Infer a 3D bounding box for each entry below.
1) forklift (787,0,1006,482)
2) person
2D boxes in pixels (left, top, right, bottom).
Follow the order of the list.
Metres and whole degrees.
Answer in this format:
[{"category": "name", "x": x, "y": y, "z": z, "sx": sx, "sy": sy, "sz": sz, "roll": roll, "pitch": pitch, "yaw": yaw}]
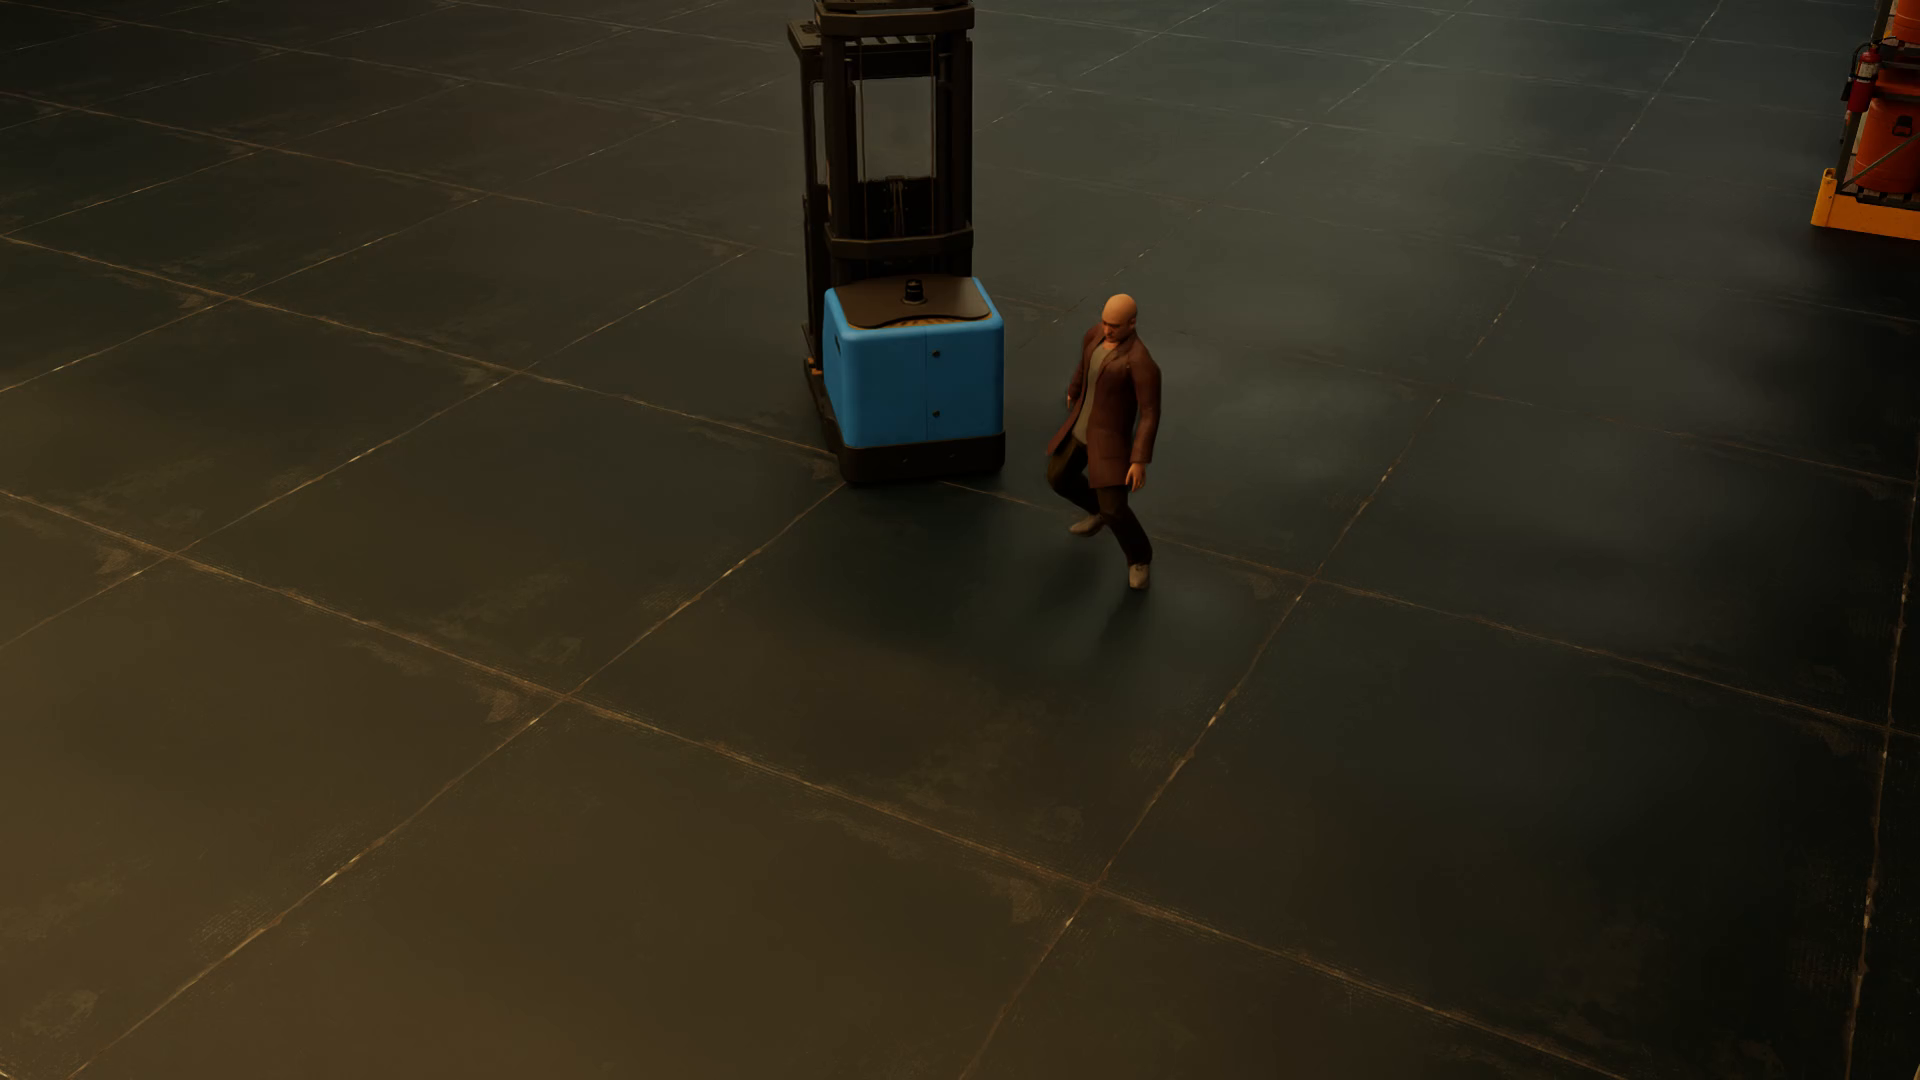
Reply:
[{"category": "forklift", "x": -0.514, "y": -2.355, "z": 11.151, "sx": 1.130, "sy": 2.935, "sz": 3.031, "roll": -6, "pitch": 31, "yaw": -10}, {"category": "person", "x": 0.822, "y": -0.635, "z": 9.431, "sx": 0.577, "sy": 1.687, "sz": 0.939, "roll": -14, "pitch": 33, "yaw": -23}]
